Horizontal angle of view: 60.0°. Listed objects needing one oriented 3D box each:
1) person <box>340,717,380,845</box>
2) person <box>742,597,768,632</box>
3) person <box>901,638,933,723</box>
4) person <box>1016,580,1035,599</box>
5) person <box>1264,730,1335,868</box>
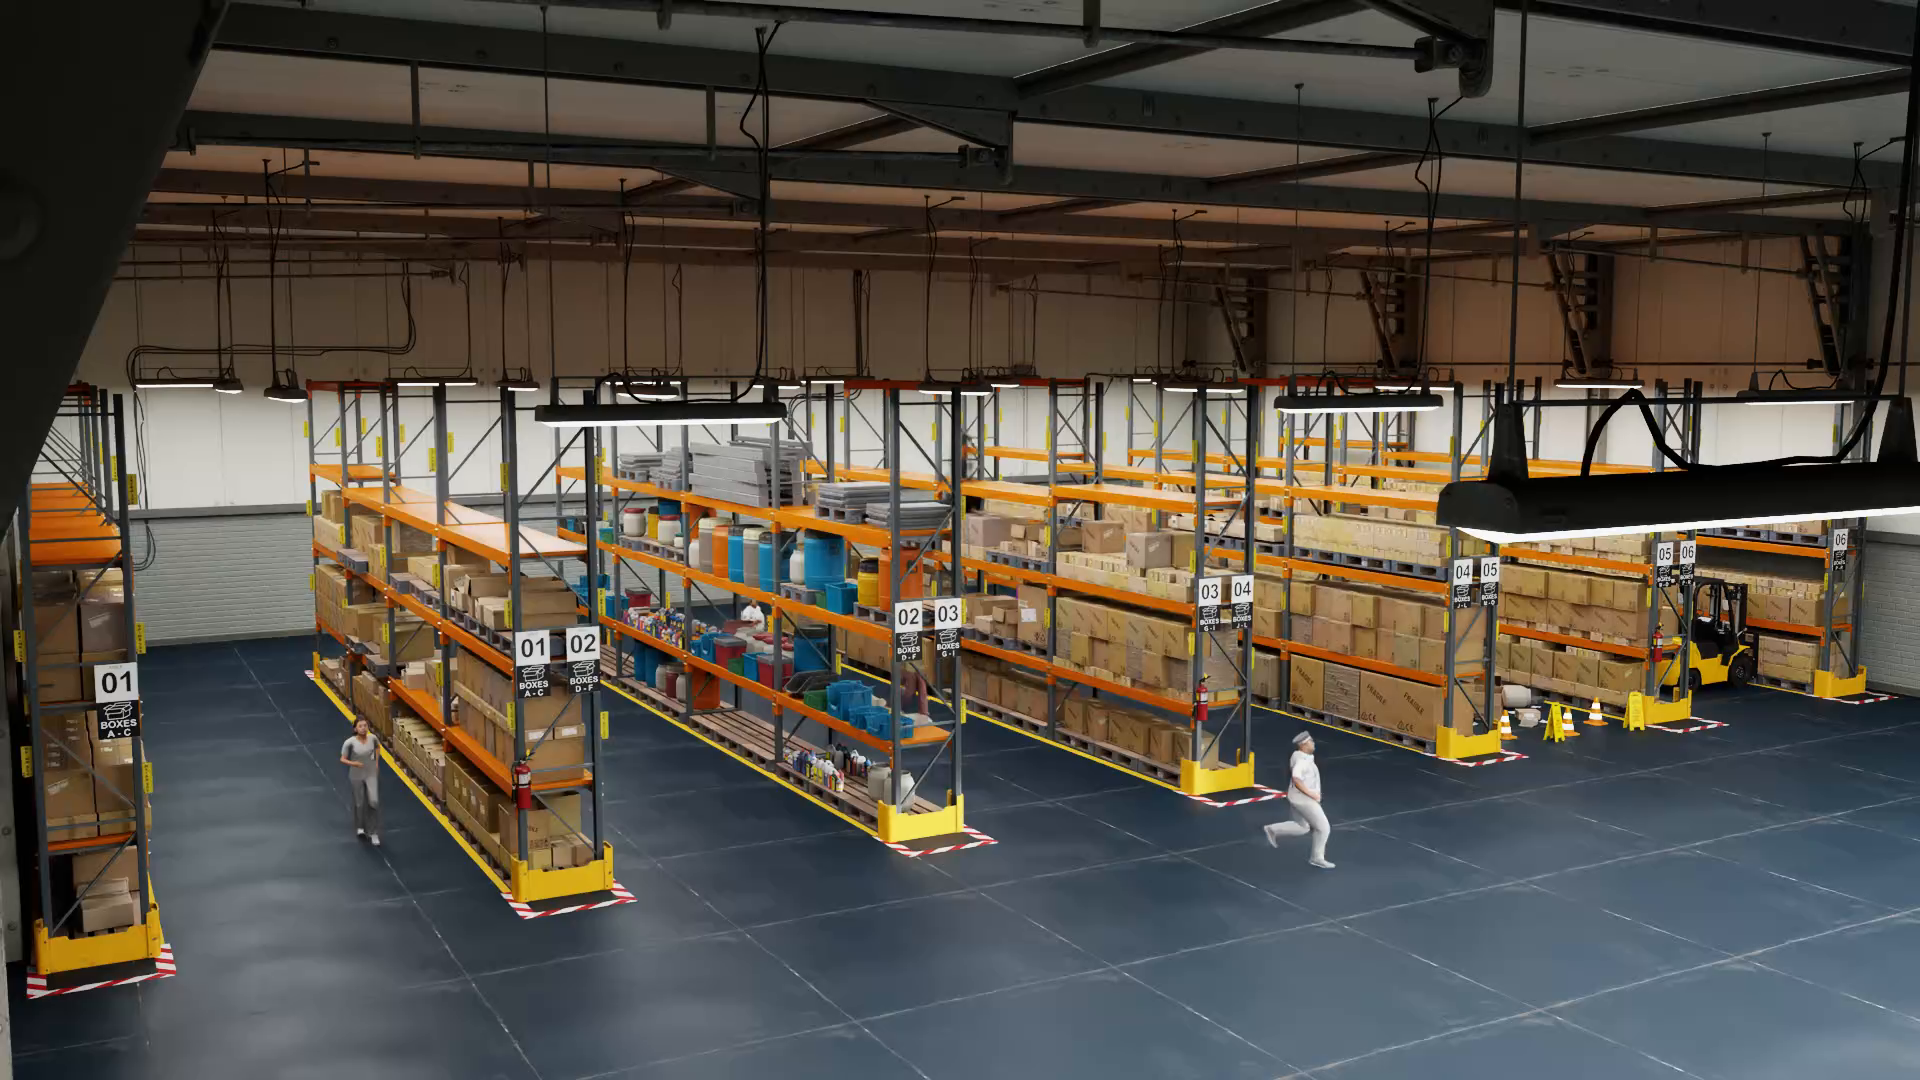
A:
[{"bbox_3d":[-7.902,3.178,21.989,0.549,1.714,0.742,-3,7,-29],"label":"person"},{"bbox_3d":[-4.155,1.949,33.518,0.590,1.723,0.729,-5,8,-41],"label":"person"},{"bbox_3d":[-0.767,2.223,28.107,0.562,1.671,0.855,-6,8,-43],"label":"person"},{"bbox_3d":[1.463,1.511,34.627,0.699,1.728,0.732,-5,8,-39],"label":"person"},{"bbox_3d":[4.304,3.266,20.936,0.860,1.763,0.660,0,6,-3],"label":"person"}]
